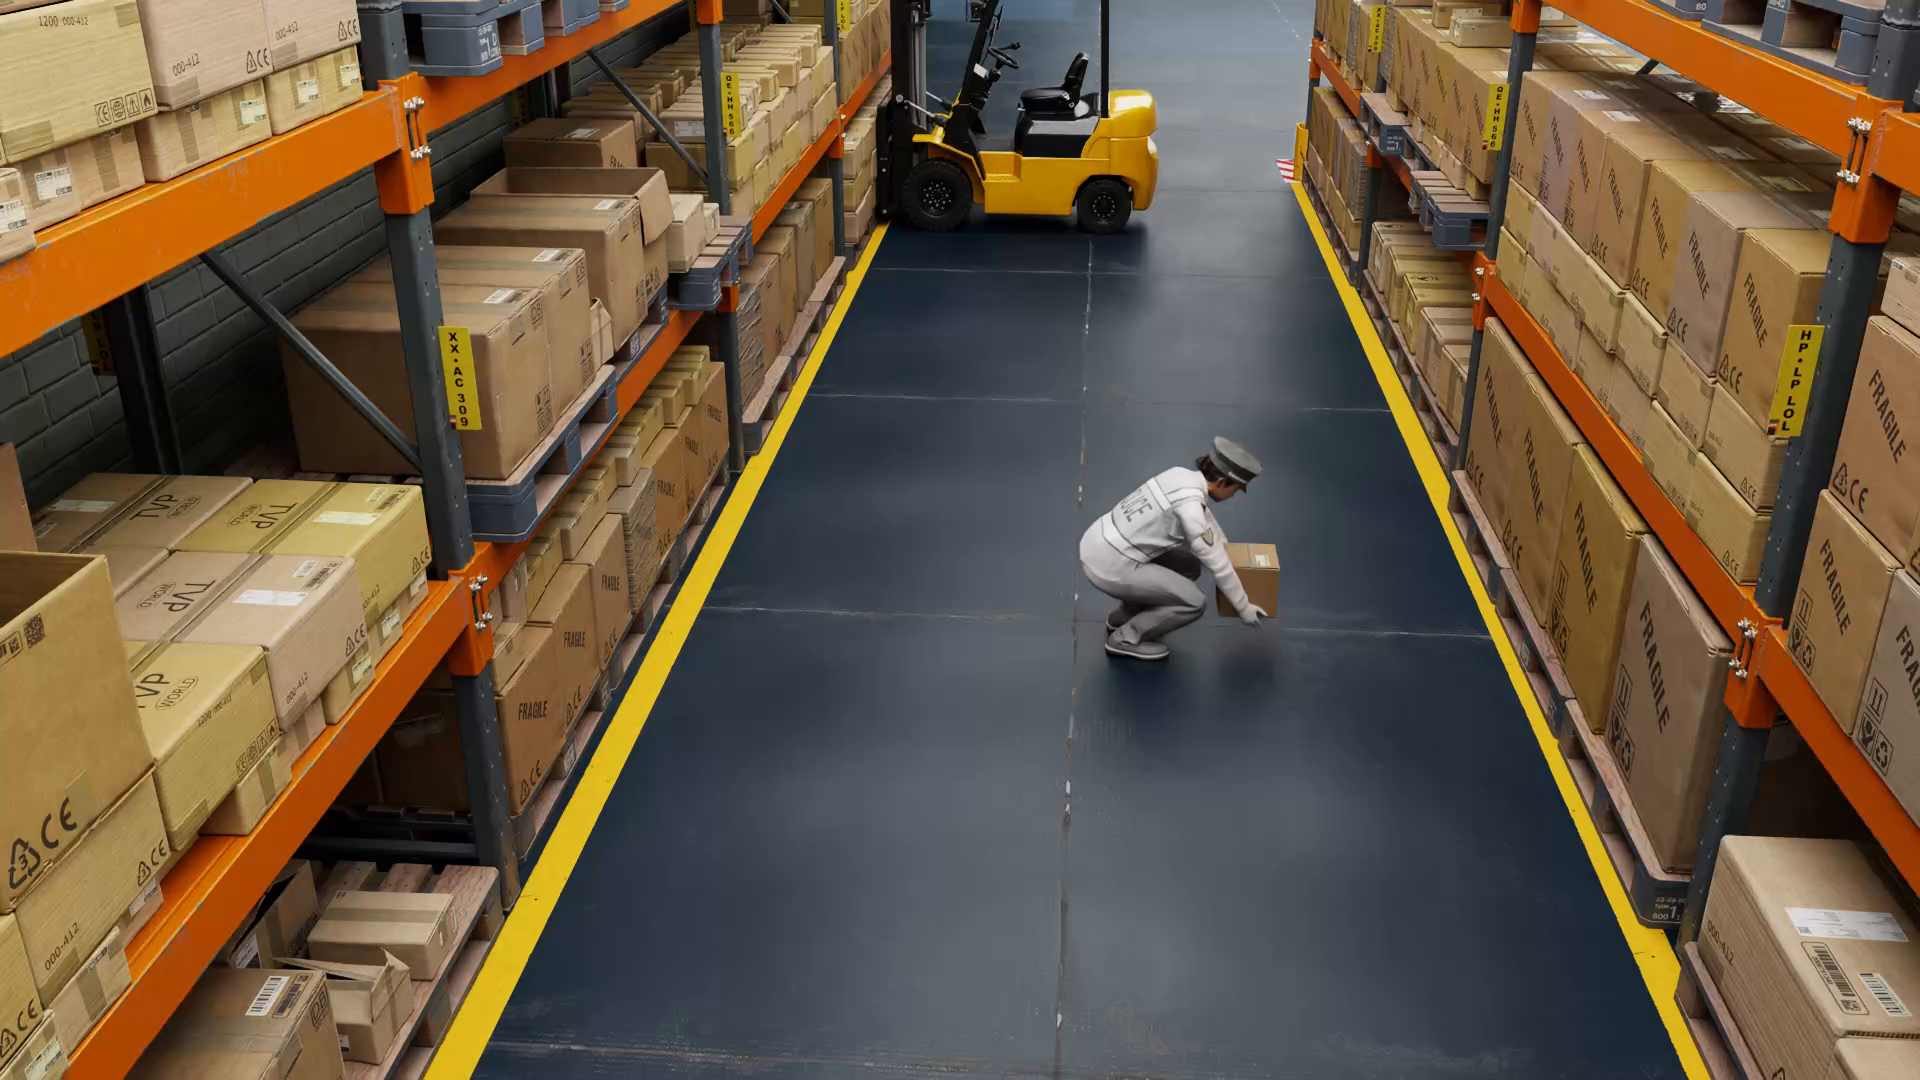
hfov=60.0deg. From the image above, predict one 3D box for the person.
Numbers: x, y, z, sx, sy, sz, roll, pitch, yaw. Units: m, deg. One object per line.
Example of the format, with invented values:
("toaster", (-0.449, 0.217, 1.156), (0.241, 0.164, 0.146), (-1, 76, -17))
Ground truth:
("person", (0.952, 0.030, 7.385), (0.840, 0.975, 0.469), (2, 25, 3))
